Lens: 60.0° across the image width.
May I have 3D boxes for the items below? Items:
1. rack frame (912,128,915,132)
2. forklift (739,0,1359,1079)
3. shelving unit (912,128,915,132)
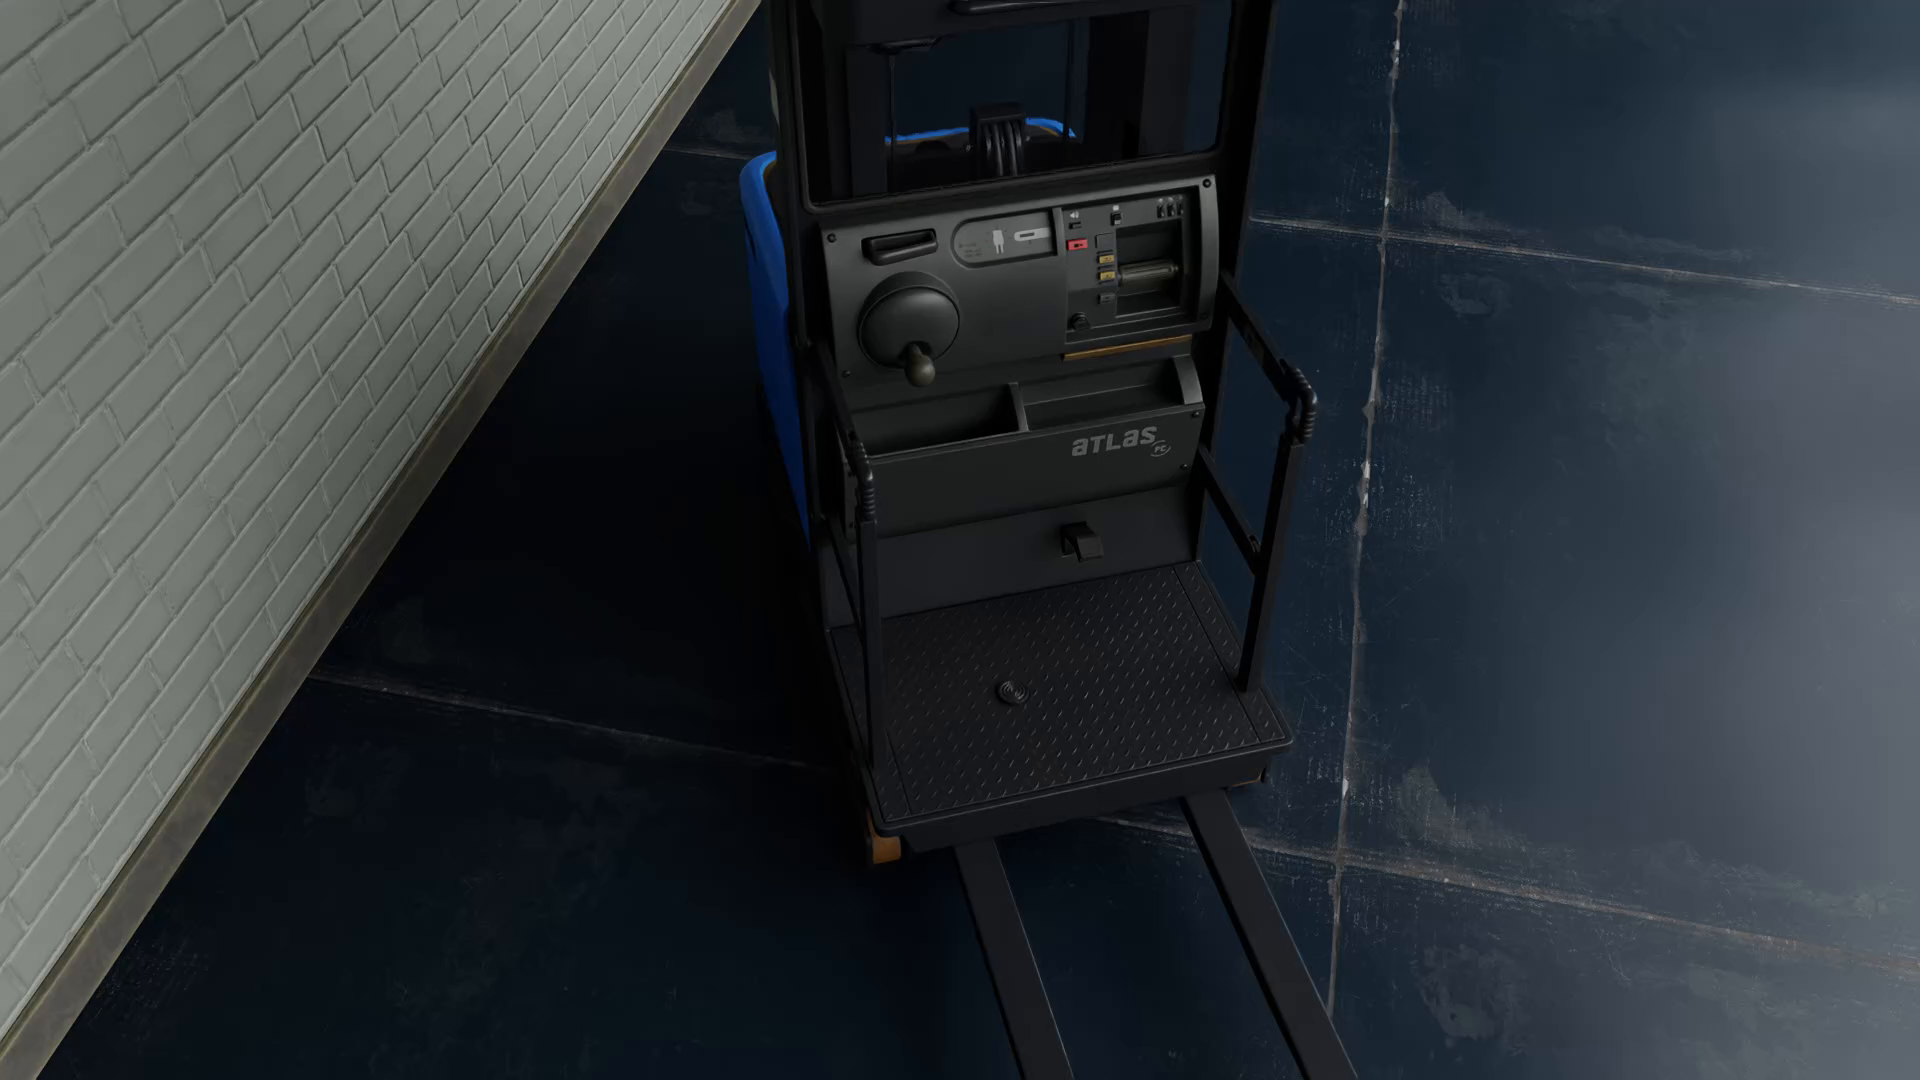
[{"bbox_3d":[-0.120,-0.913,5.549,0.006,0.900,0.240,-10,45,-11],"label":"rack frame"},{"bbox_3d":[0.205,-0.512,3.668,1.130,2.935,3.031,-10,45,-11],"label":"forklift"},{"bbox_3d":[-0.218,-0.896,5.531,0.210,0.900,0.258,-10,45,-11],"label":"shelving unit"}]
